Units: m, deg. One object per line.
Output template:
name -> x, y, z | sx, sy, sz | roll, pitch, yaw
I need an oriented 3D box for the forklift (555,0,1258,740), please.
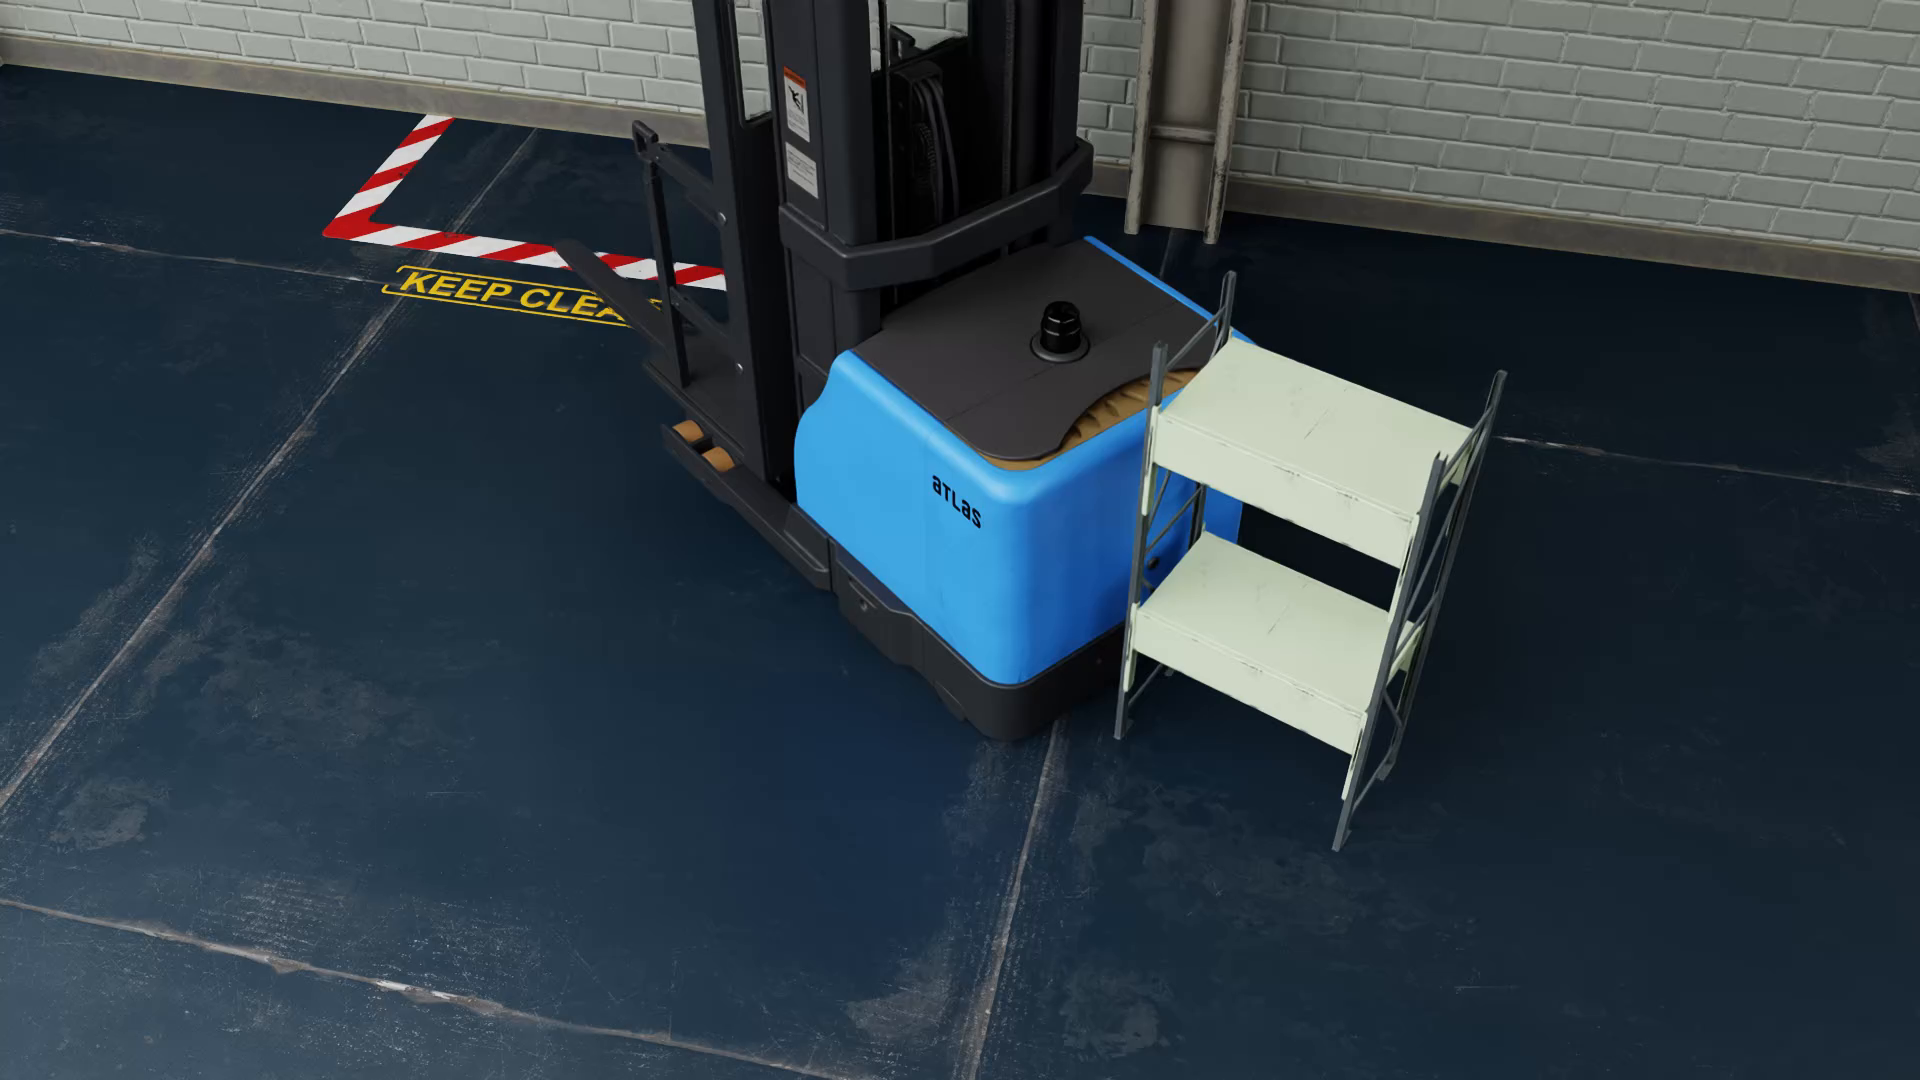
forklift -> -0.416, -1.414, 5.106 | 1.130, 2.935, 3.031 | -29, 51, -27

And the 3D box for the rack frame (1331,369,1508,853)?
rack frame -> 1.199, 0.246, 4.413 | 0.023, 1.500, 0.400 | 26, 49, 24

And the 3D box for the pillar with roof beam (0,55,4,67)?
pillar with roof beam -> -5.866, -2.625, 1.988 | 0.400, 9.000, 9.100 | 9, 45, 9

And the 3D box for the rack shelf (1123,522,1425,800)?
rack shelf -> 0.897, 0.337, 4.788 | 0.720, 0.370, 0.431 | 26, 49, 24

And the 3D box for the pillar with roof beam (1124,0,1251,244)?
pillar with roof beam -> -0.011, -1.716, 1.044 | 0.400, 9.000, 9.100 | 9, 45, 9

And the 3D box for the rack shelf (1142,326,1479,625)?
rack shelf -> 0.897, -0.179, 4.292 | 0.720, 0.370, 0.431 | 26, 49, 24

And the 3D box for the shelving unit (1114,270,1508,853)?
shelving unit -> 0.897, 0.102, 4.562 | 0.755, 1.500, 0.431 | 26, 49, 24

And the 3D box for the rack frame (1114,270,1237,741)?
rack frame -> 0.596, -0.042, 4.712 | 0.023, 1.500, 0.400 | 26, 49, 24
